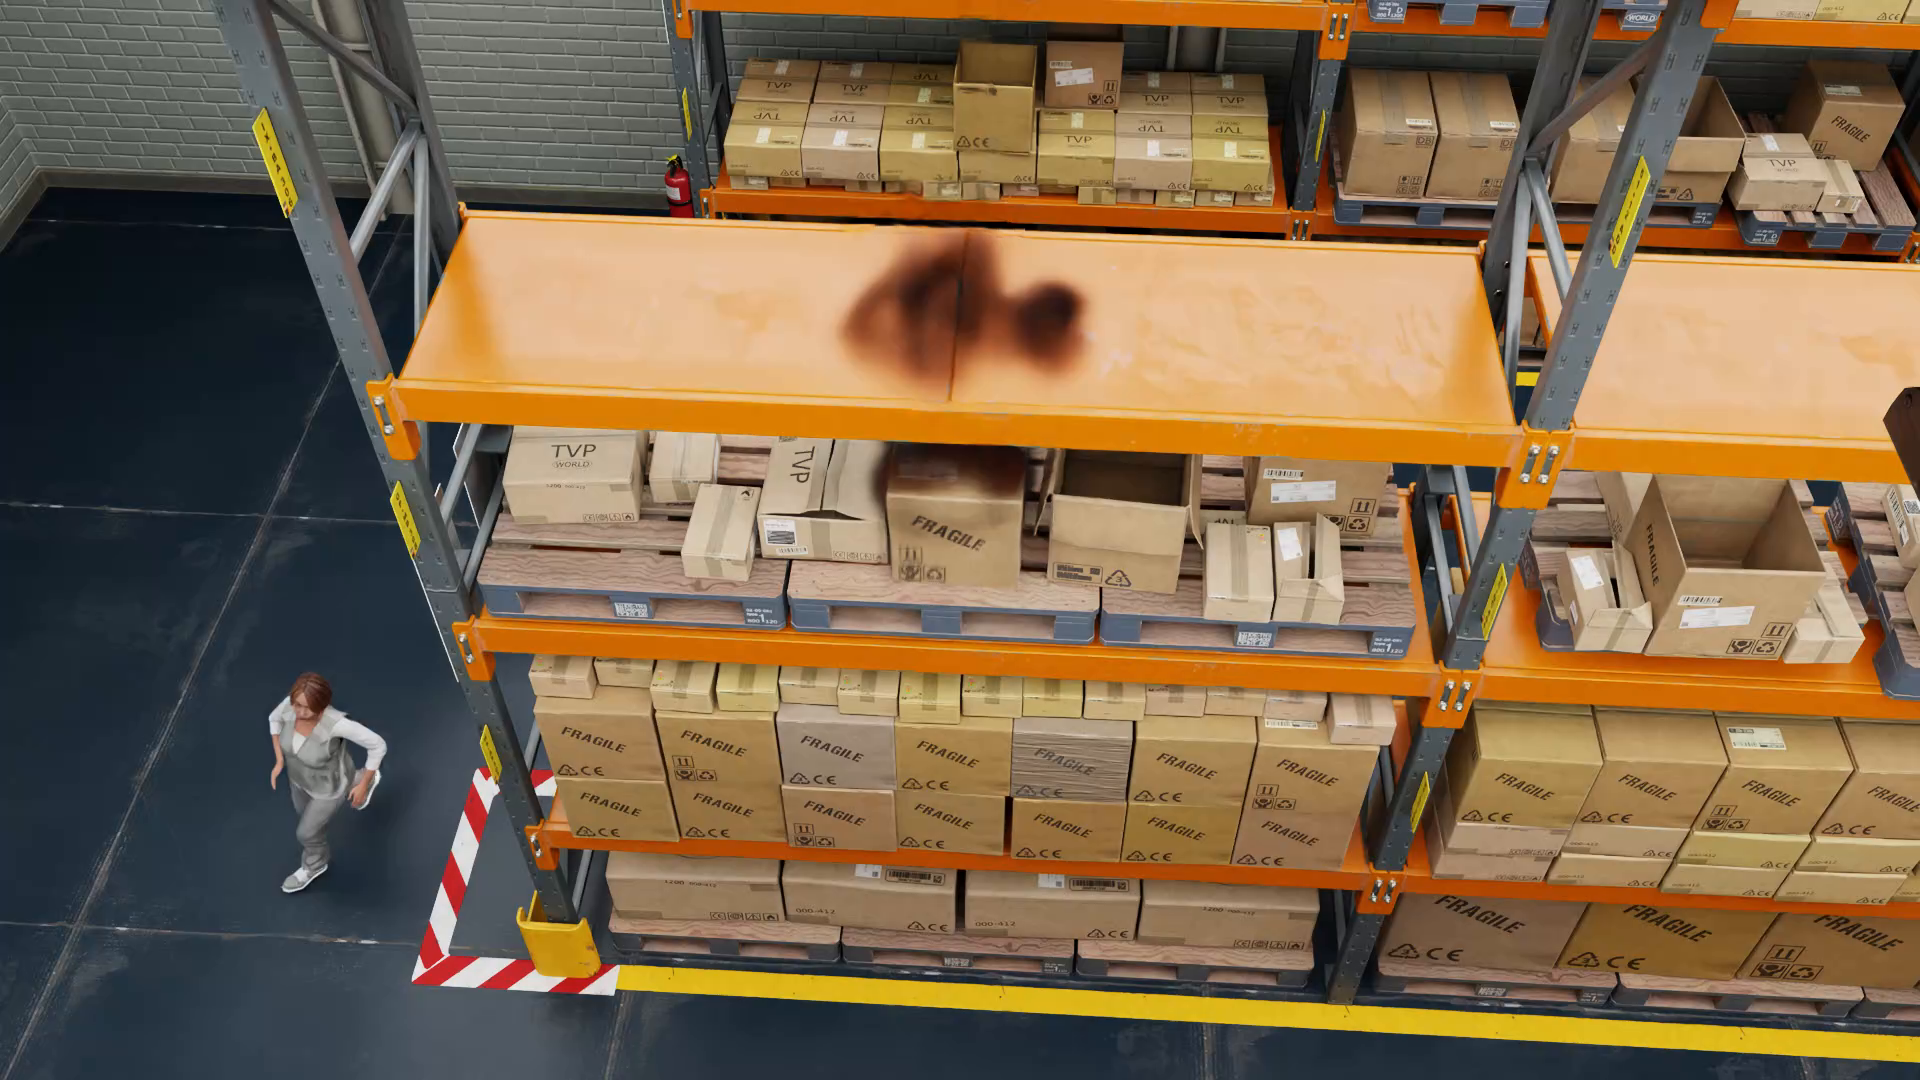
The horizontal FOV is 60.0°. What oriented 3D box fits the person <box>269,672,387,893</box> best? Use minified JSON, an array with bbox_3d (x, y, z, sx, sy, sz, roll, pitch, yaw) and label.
[{"bbox_3d":[-3.289,1.244,8.573,0.609,1.520,0.760,27,53,22],"label":"person"}]
